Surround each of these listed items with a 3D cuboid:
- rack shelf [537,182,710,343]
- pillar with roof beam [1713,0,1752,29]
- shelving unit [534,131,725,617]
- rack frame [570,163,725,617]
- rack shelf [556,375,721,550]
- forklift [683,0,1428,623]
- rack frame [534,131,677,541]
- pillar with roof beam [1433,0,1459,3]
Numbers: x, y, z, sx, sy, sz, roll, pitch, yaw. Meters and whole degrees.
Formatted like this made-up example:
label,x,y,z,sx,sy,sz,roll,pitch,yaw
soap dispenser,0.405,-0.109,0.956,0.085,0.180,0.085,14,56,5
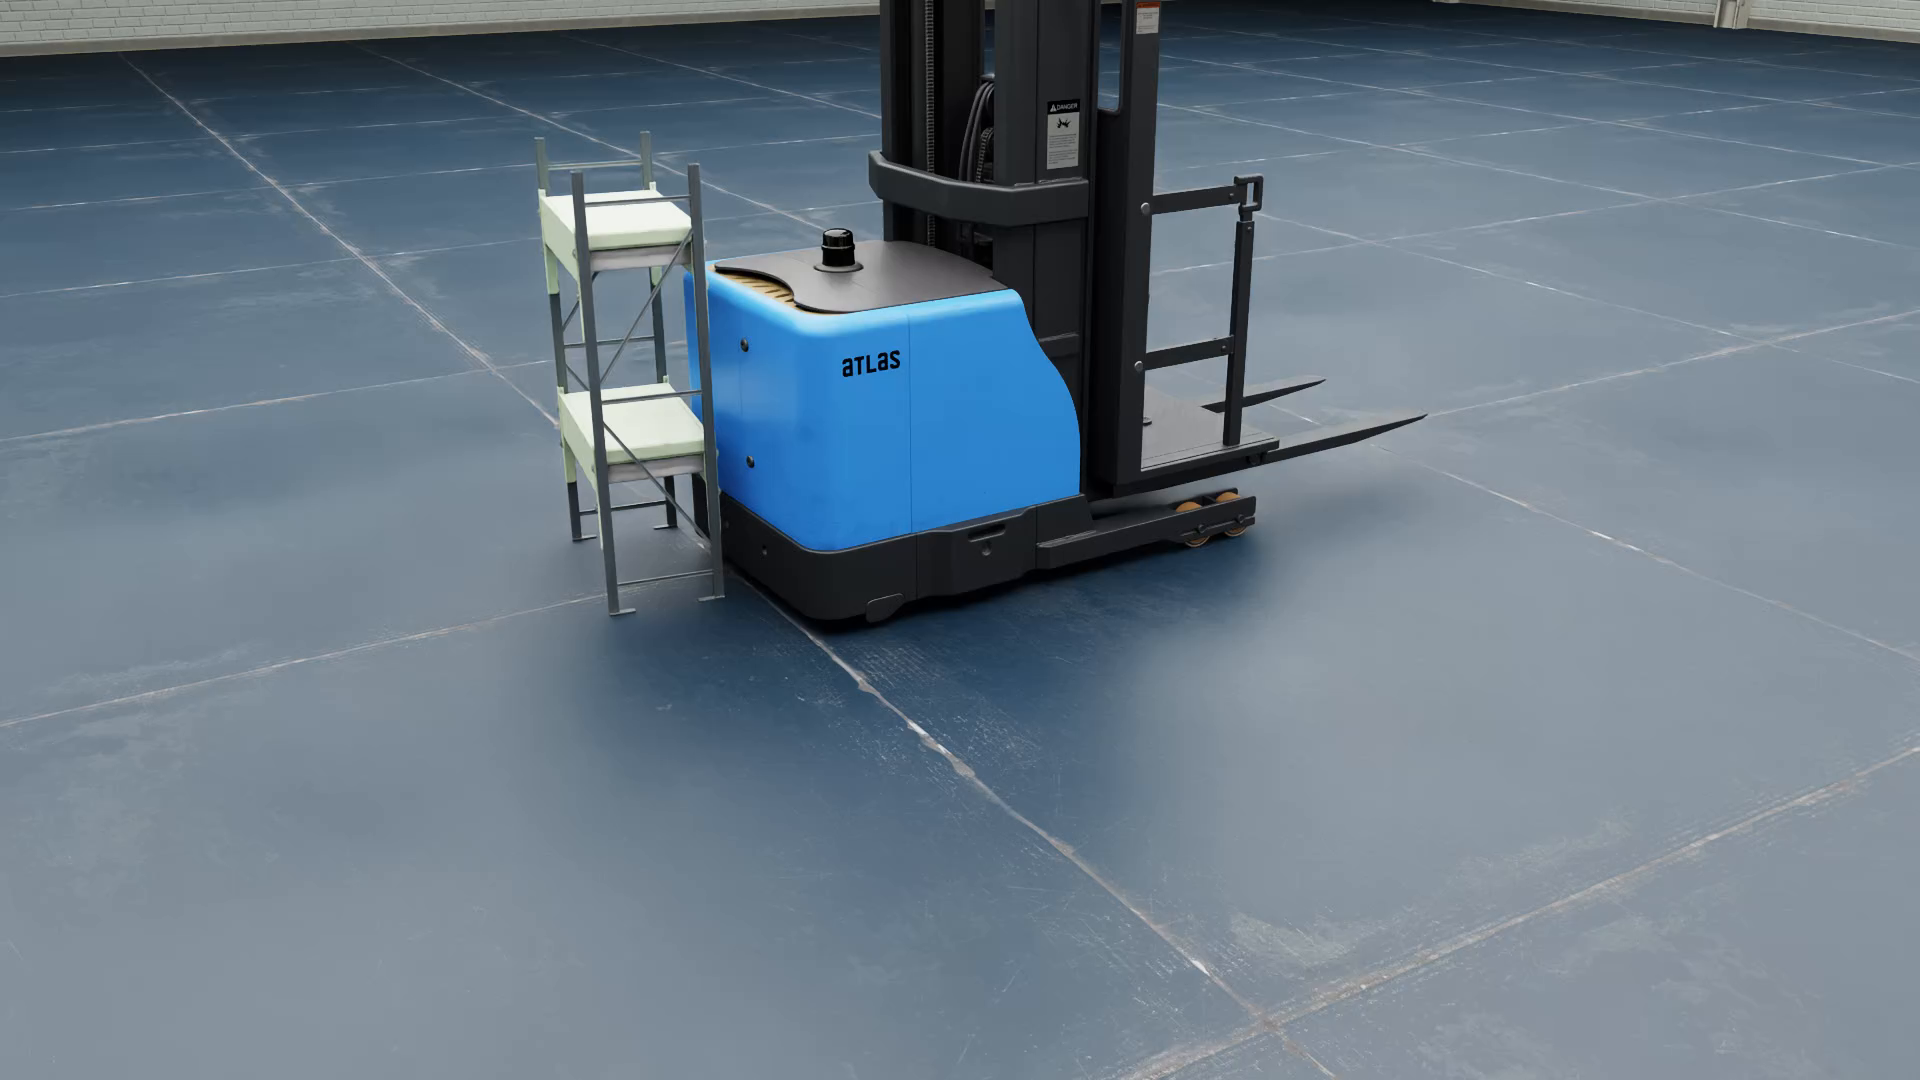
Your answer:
label,x,y,z,sx,sy,sz,roll,pitch,yaw
rack shelf,-1.148,-0.955,5.632,0.431,0.370,0.720,-9,24,-20
pillar with roof beam,8.397,-11.390,22.383,9.100,9.000,0.400,-13,25,-28
shelving unit,-1.148,-0.593,5.779,0.431,1.500,0.755,-9,24,-20
rack frame,-1.012,-0.465,5.464,0.400,1.500,0.023,-9,24,-20
rack shelf,-1.148,-0.291,5.902,0.431,0.370,0.720,-9,24,-20
forklift,0.528,-1.485,6.072,3.031,2.935,1.130,-14,26,-30
rack frame,-1.284,-0.721,6.094,0.400,1.500,0.023,-9,24,-20
pillar with roof beam,5.332,-13.332,27.162,9.100,9.000,0.400,-13,25,-28
